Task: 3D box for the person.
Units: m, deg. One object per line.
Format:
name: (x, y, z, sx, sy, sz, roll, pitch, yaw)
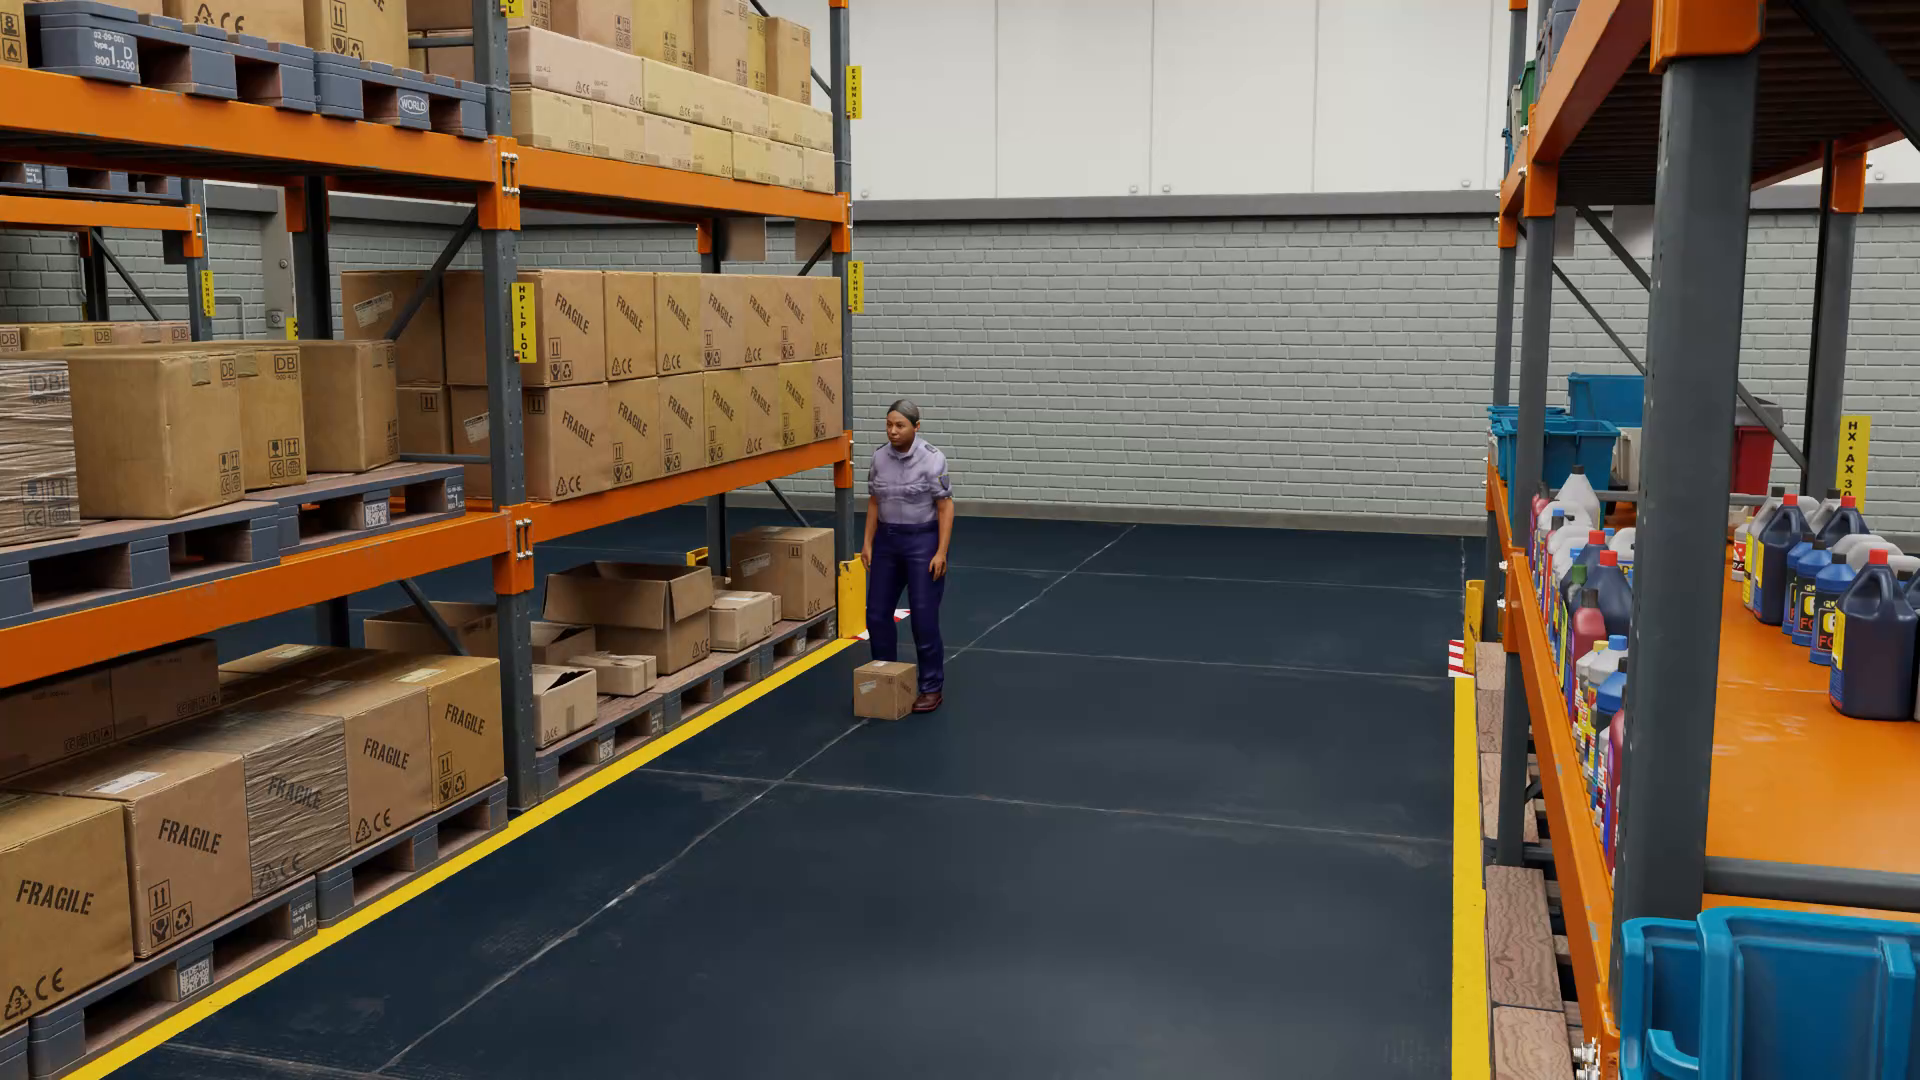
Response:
person: (-0.287, 0.069, 8.898, 0.538, 1.652, 0.371, 5, 10, 29)
